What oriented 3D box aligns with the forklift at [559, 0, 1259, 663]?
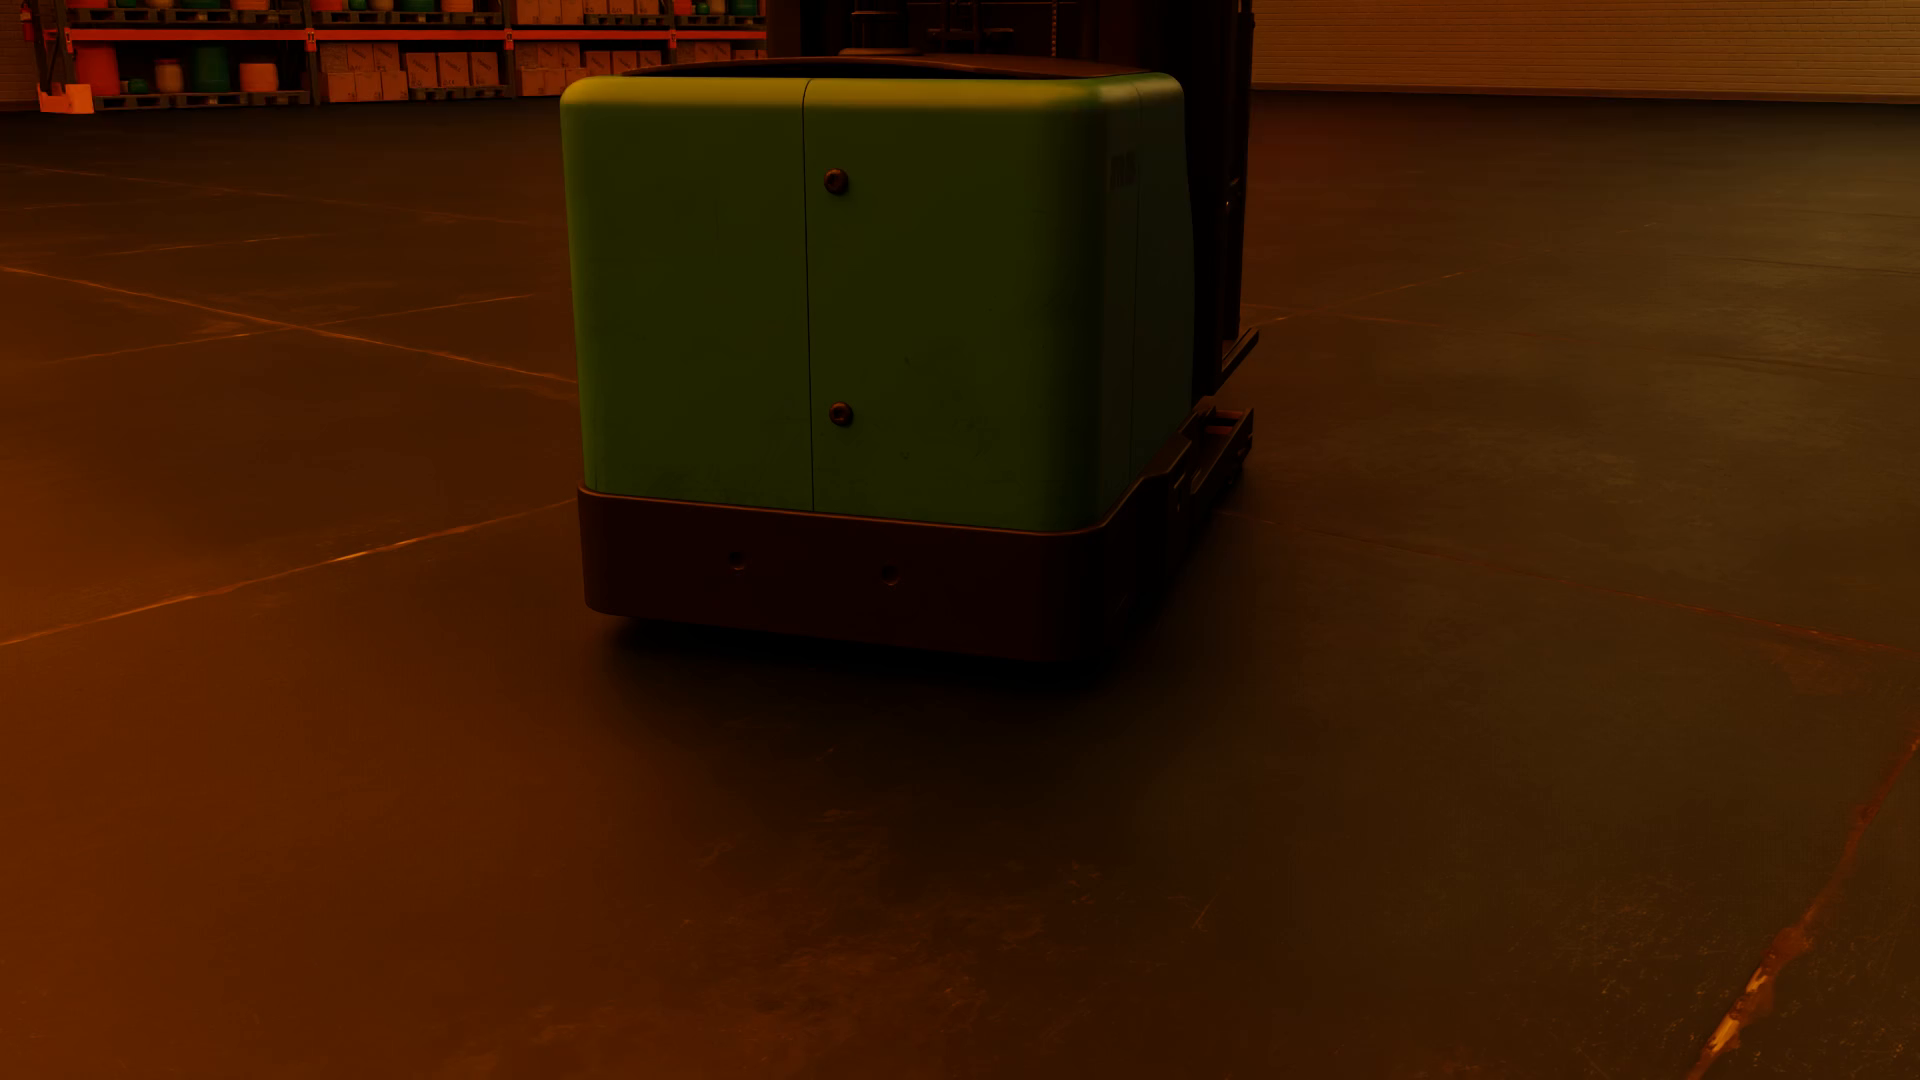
[{"bbox_3d":[0.182,-1.571,4.072,1.130,2.935,3.031,5,18,17],"label":"forklift"}]
